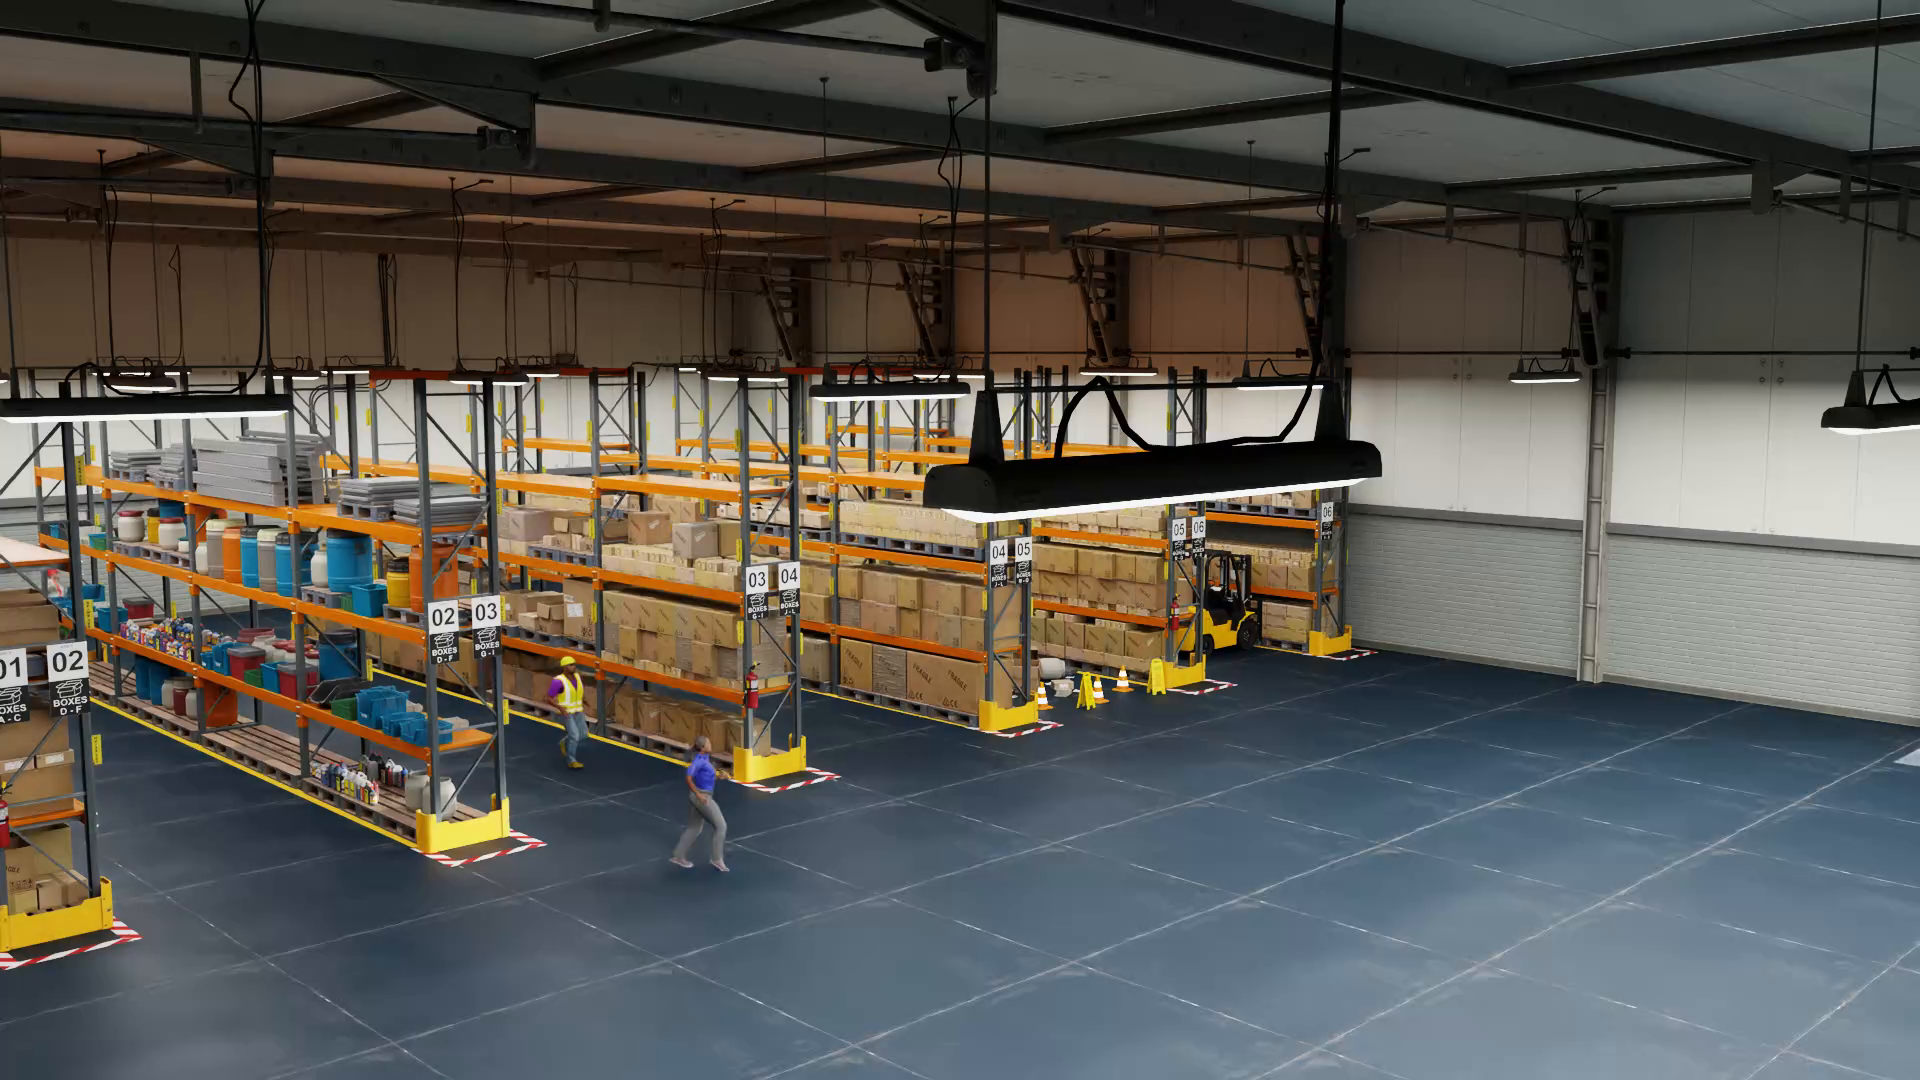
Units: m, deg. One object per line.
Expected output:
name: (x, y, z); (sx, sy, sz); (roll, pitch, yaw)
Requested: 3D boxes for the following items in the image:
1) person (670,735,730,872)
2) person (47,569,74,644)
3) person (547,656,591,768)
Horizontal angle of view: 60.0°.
person: (-3.163, 3.235, 20.286); (0.774, 1.721, 0.558); (-2, 7, -21)
person: (-19.018, 1.476, 34.963); (0.917, 1.814, 0.660); (-4, 8, -31)
person: (-5.978, 2.616, 25.362); (0.589, 1.722, 0.686); (4, 8, 34)
